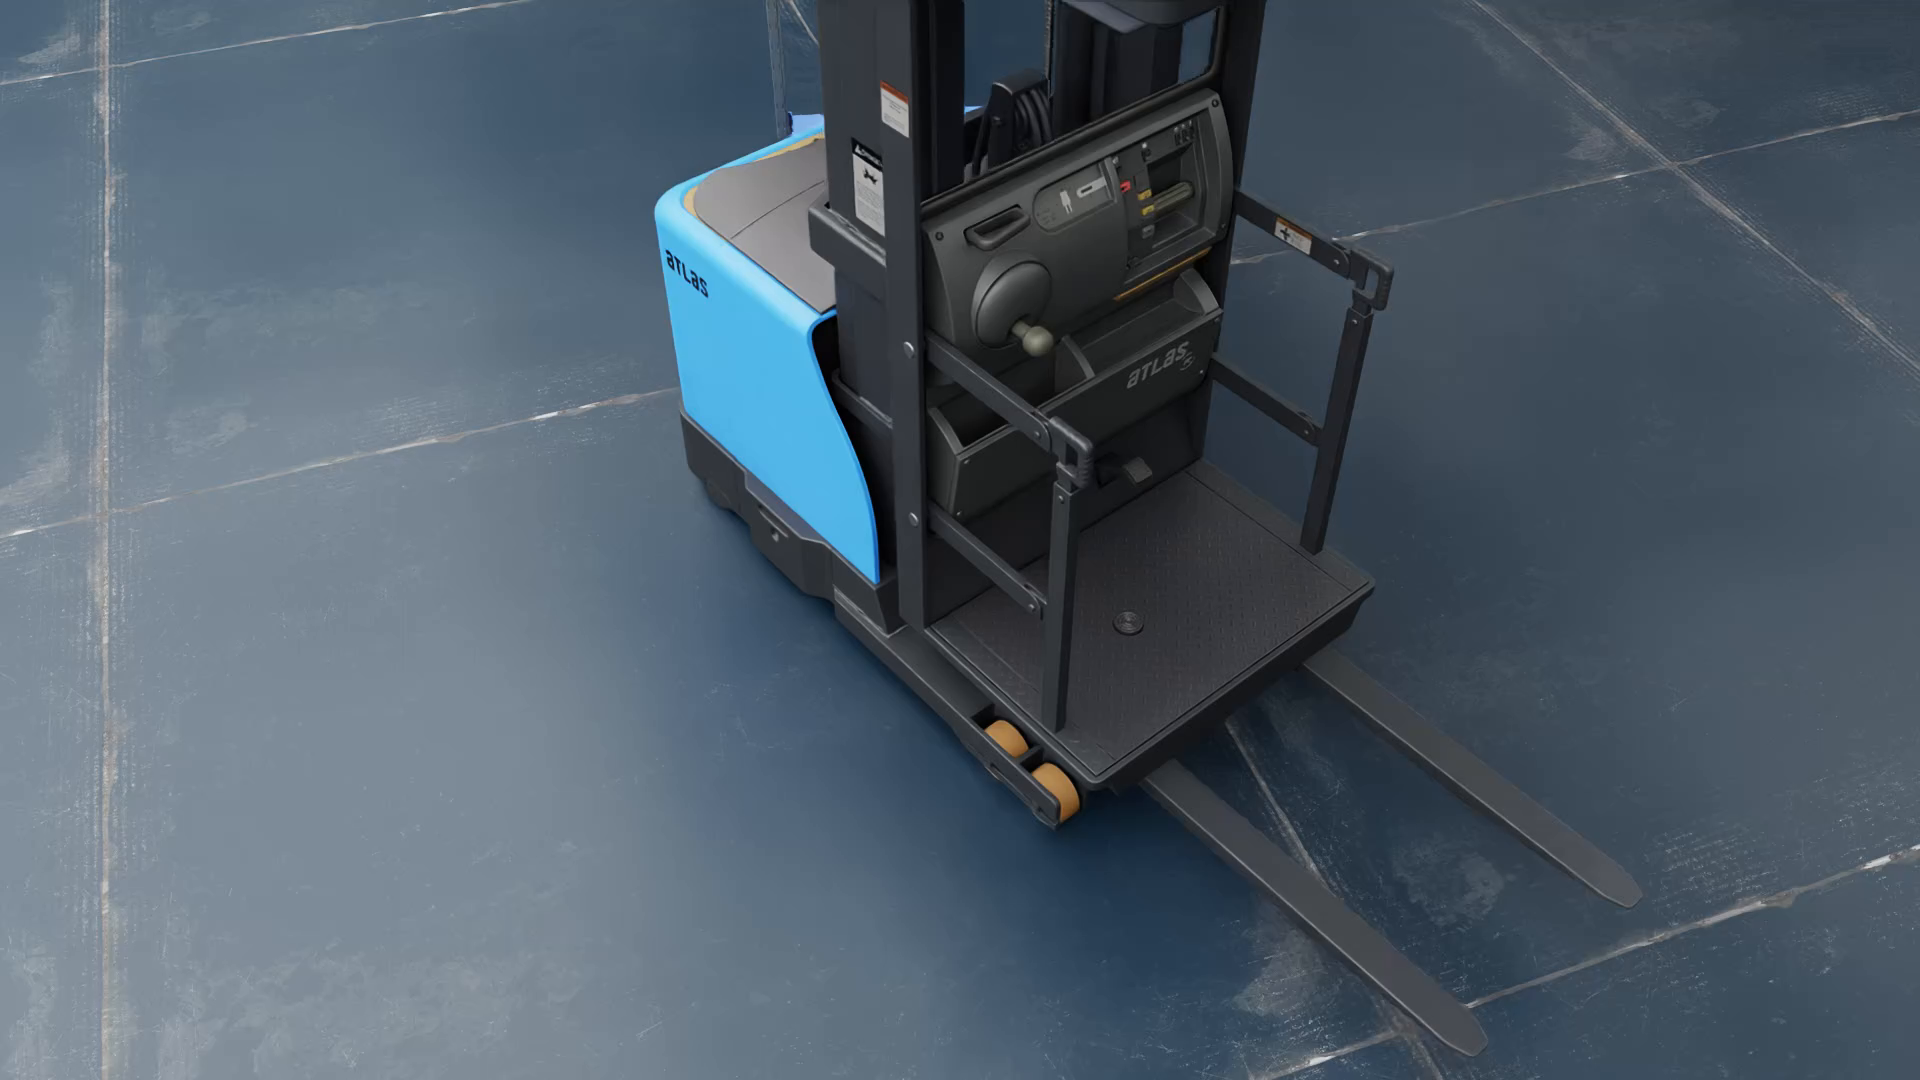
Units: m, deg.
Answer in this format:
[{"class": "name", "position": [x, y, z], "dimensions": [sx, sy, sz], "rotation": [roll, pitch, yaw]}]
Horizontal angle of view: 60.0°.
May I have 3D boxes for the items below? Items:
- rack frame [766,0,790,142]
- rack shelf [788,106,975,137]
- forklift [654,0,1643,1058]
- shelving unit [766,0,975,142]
[{"class": "rack frame", "position": [-0.591, -1.376, 5.562], "dimensions": [0.032, 1.500, 0.500], "rotation": [-4, 45, -4]}, {"class": "rack shelf", "position": [-0.085, -1.286, 5.726], "dimensions": [1.000, 0.185, 0.538], "rotation": [-4, 45, -4]}, {"class": "forklift", "position": [0.445, -0.676, 3.854], "dimensions": [1.130, 2.935, 3.031], "rotation": [-31, 53, -27]}, {"class": "shelving unit", "position": [-0.085, -1.413, 5.599], "dimensions": [1.048, 1.500, 0.538], "rotation": [-4, 45, -4]}]
